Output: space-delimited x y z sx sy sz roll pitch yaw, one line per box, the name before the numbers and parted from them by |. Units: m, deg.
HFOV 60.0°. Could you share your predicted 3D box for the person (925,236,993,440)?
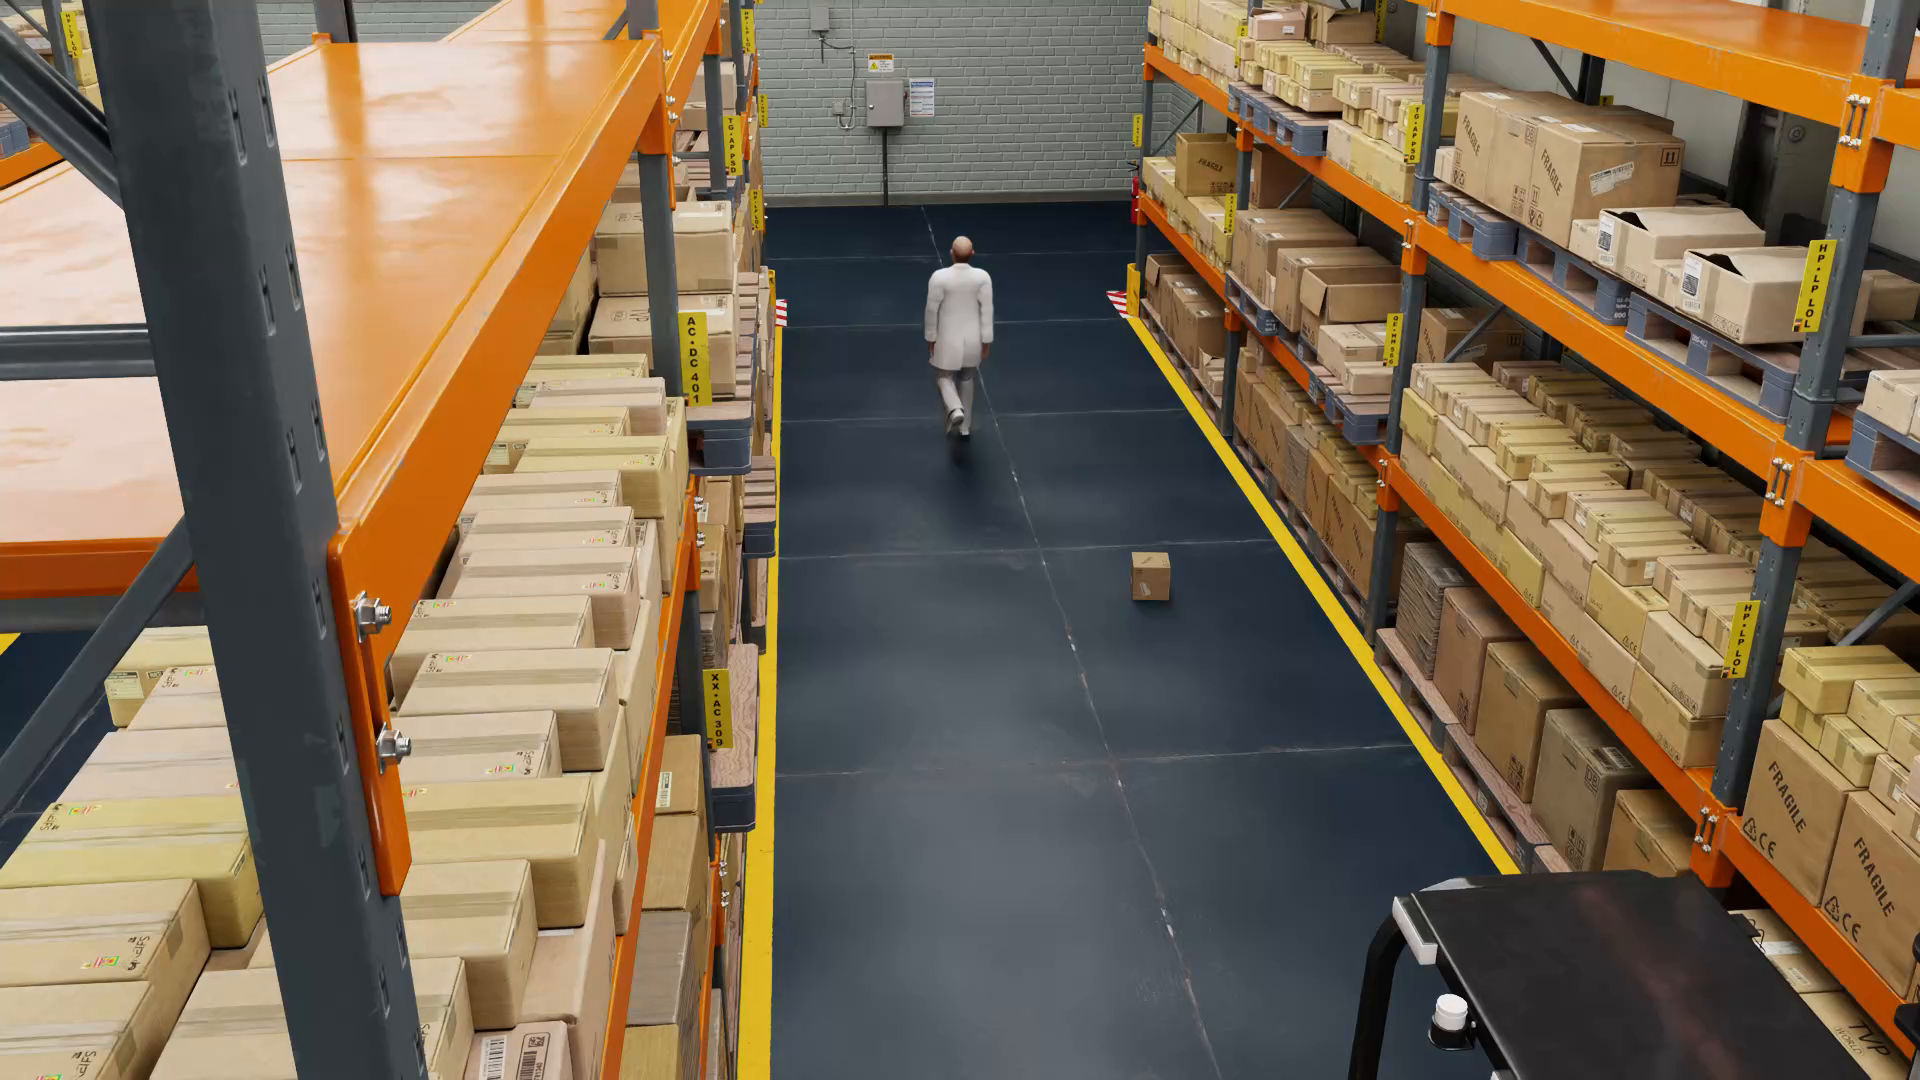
person | -0.007 -1.686 13.976 0.580 1.744 0.820 -4 24 -9
